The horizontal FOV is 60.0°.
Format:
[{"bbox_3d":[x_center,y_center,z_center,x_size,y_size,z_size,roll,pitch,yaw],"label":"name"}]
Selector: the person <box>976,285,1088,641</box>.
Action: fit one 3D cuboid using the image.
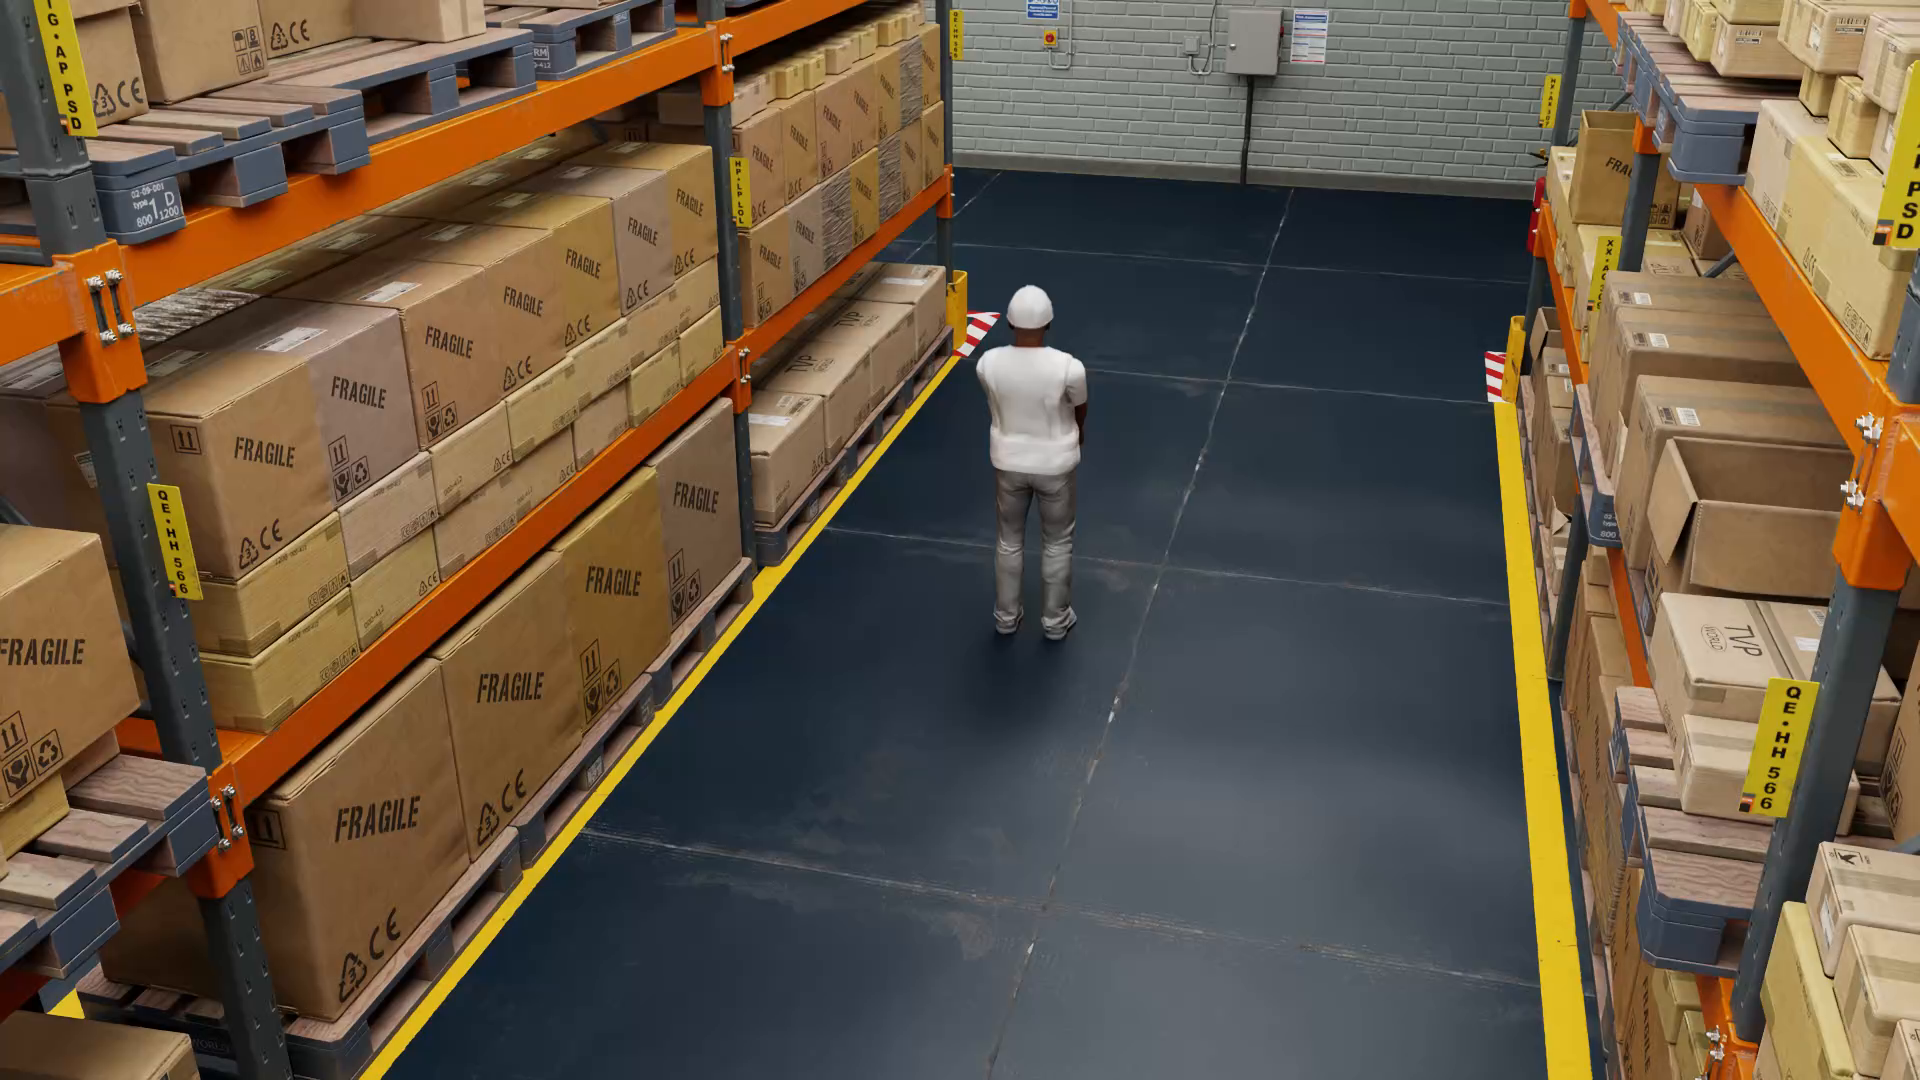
[{"bbox_3d":[0.364,-0.398,7.935,0.503,1.760,0.577,7,26,14],"label":"person"}]
